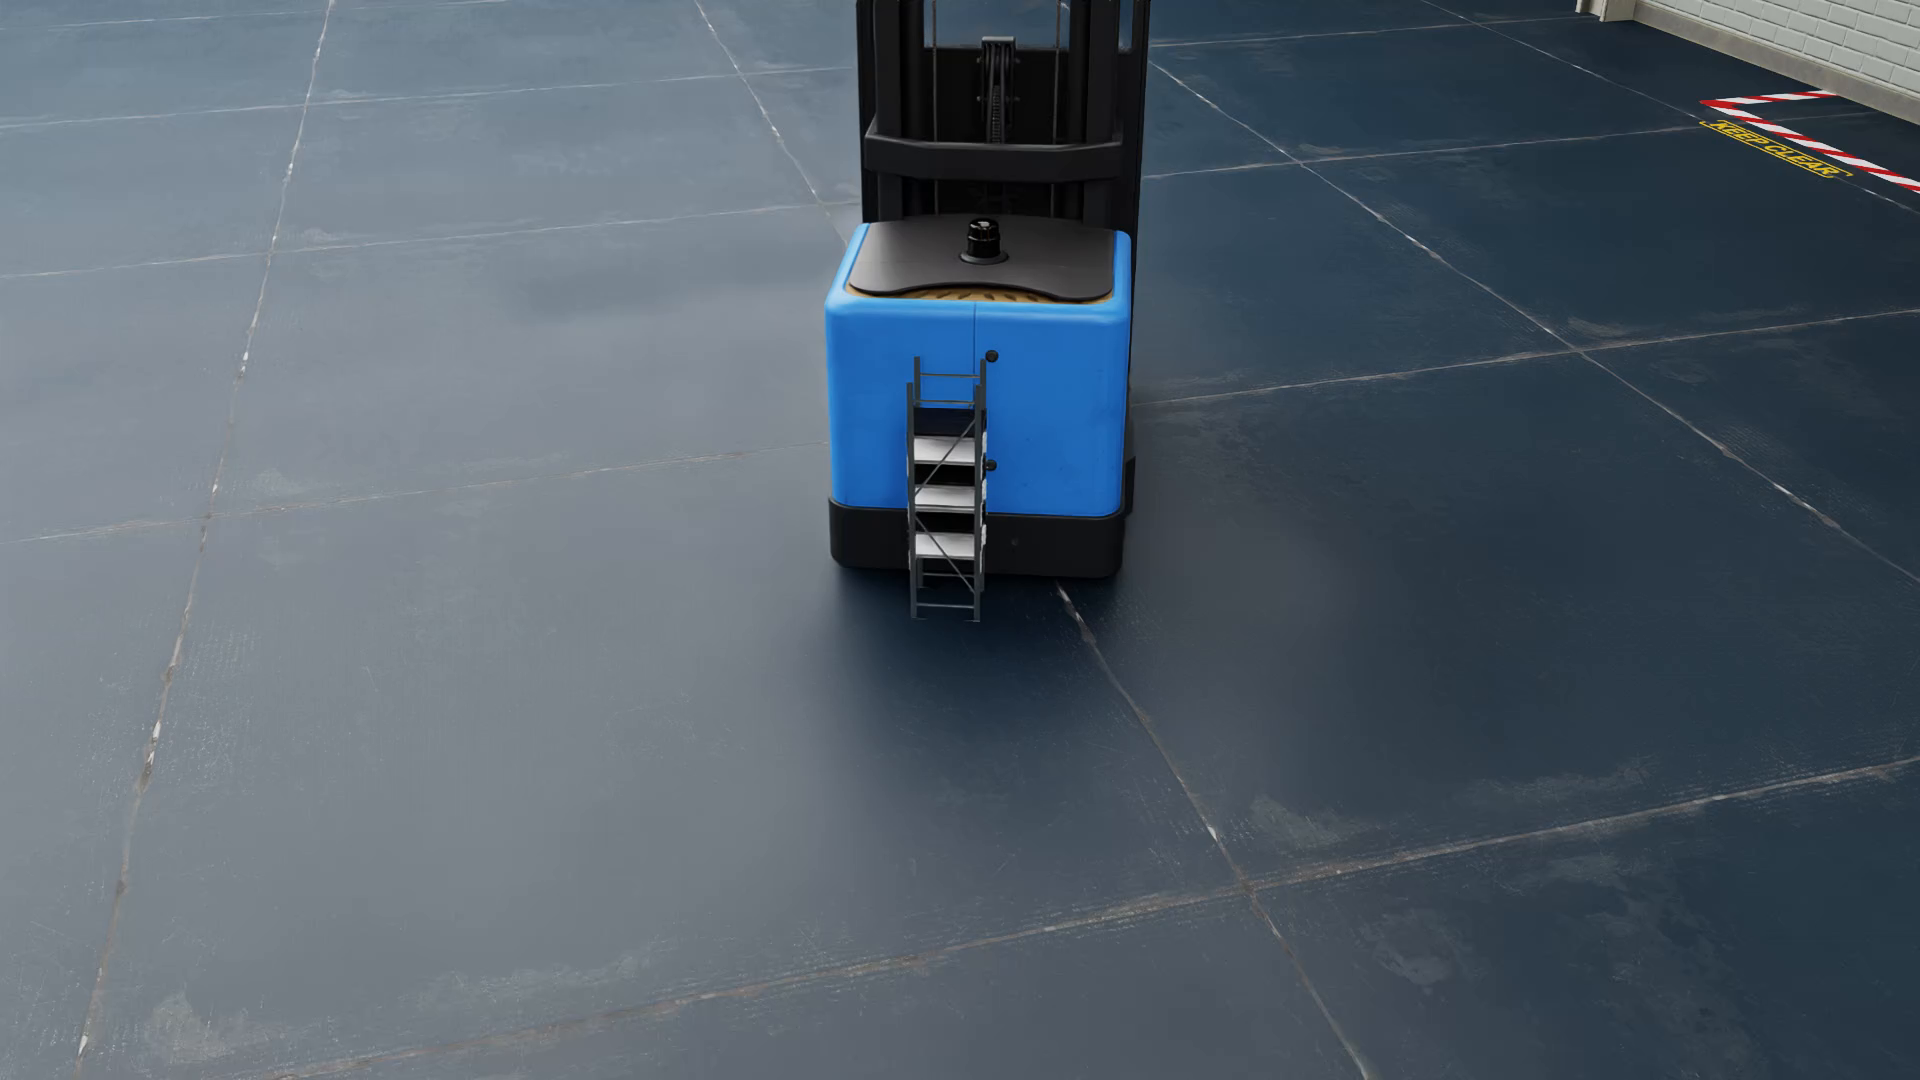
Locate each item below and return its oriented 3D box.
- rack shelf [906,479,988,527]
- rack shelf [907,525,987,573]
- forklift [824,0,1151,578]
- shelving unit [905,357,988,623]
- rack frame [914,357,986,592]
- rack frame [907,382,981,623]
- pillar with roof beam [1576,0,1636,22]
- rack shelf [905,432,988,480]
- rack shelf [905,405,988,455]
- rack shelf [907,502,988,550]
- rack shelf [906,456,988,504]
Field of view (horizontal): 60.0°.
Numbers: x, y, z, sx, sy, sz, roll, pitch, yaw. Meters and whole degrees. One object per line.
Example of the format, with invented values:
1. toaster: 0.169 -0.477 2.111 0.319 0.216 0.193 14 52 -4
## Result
1. rack shelf: -0.042 -0.131 5.645 0.258 0.077 0.200 3 30 4
2. rack shelf: -0.042 0.025 5.735 0.258 0.077 0.200 3 30 4
3. forklift: 0.181 -1.845 6.512 1.130 2.935 3.031 3 30 4
4. shelving unit: -0.042 -0.160 5.628 0.258 0.900 0.210 3 30 4
5. rack frame: -0.033 -0.211 5.715 0.240 0.900 0.006 3 30 4
6. rack frame: -0.051 -0.109 5.540 0.240 0.900 0.006 3 30 4
7. pillar with roof beam: 1.183 -7.660 10.501 9.100 9.000 0.400 -8 31 -13
8. rack shelf: -0.042 -0.287 5.554 0.258 0.077 0.200 3 30 4
9. rack shelf: -0.042 -0.365 5.509 0.258 0.077 0.200 3 30 4
10. rack shelf: -0.042 -0.053 5.690 0.258 0.077 0.200 3 30 4
11. rack shelf: -0.042 -0.209 5.599 0.258 0.077 0.200 3 30 4
